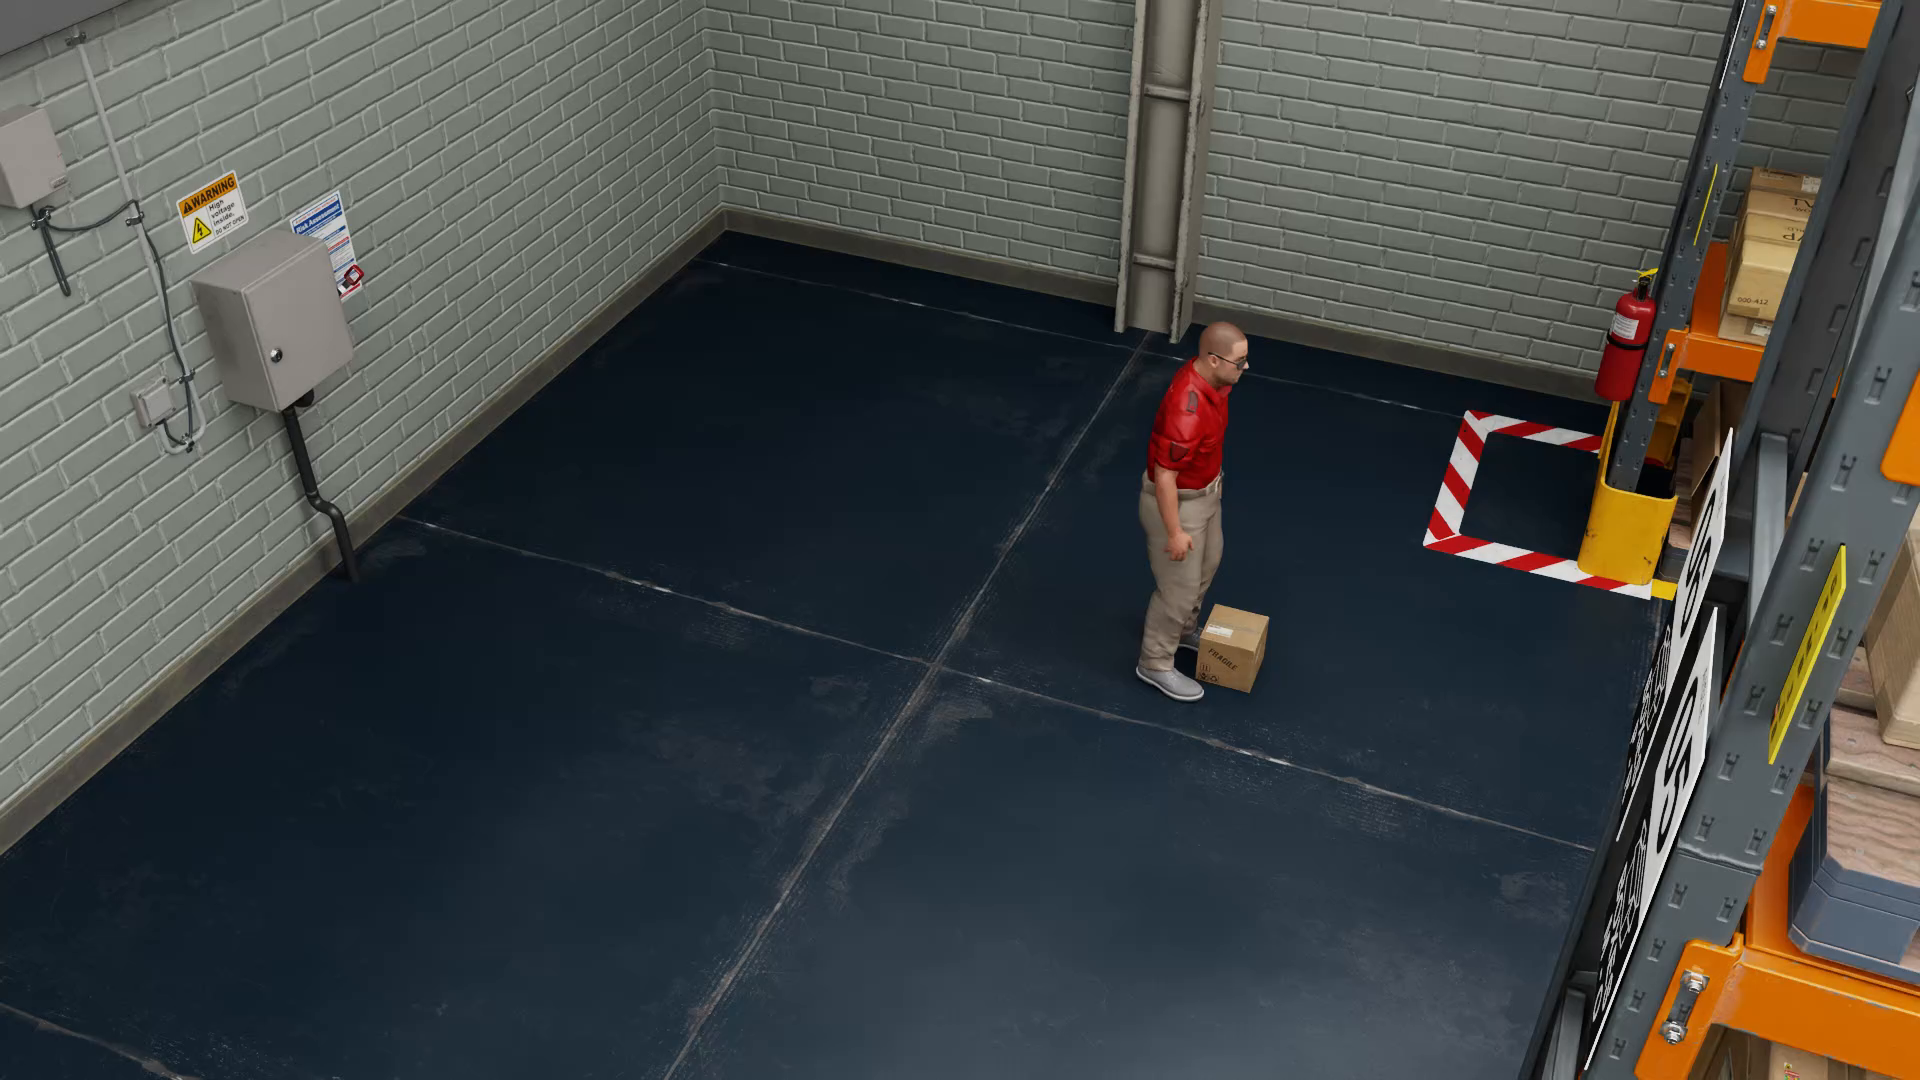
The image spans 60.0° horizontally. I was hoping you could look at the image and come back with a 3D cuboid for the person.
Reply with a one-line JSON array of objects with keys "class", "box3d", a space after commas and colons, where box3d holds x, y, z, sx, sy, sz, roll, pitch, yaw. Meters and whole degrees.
[{"class": "person", "box3d": [0.989, -0.154, 7.034, 0.428, 1.726, 0.585, 14, 39, 18]}]
